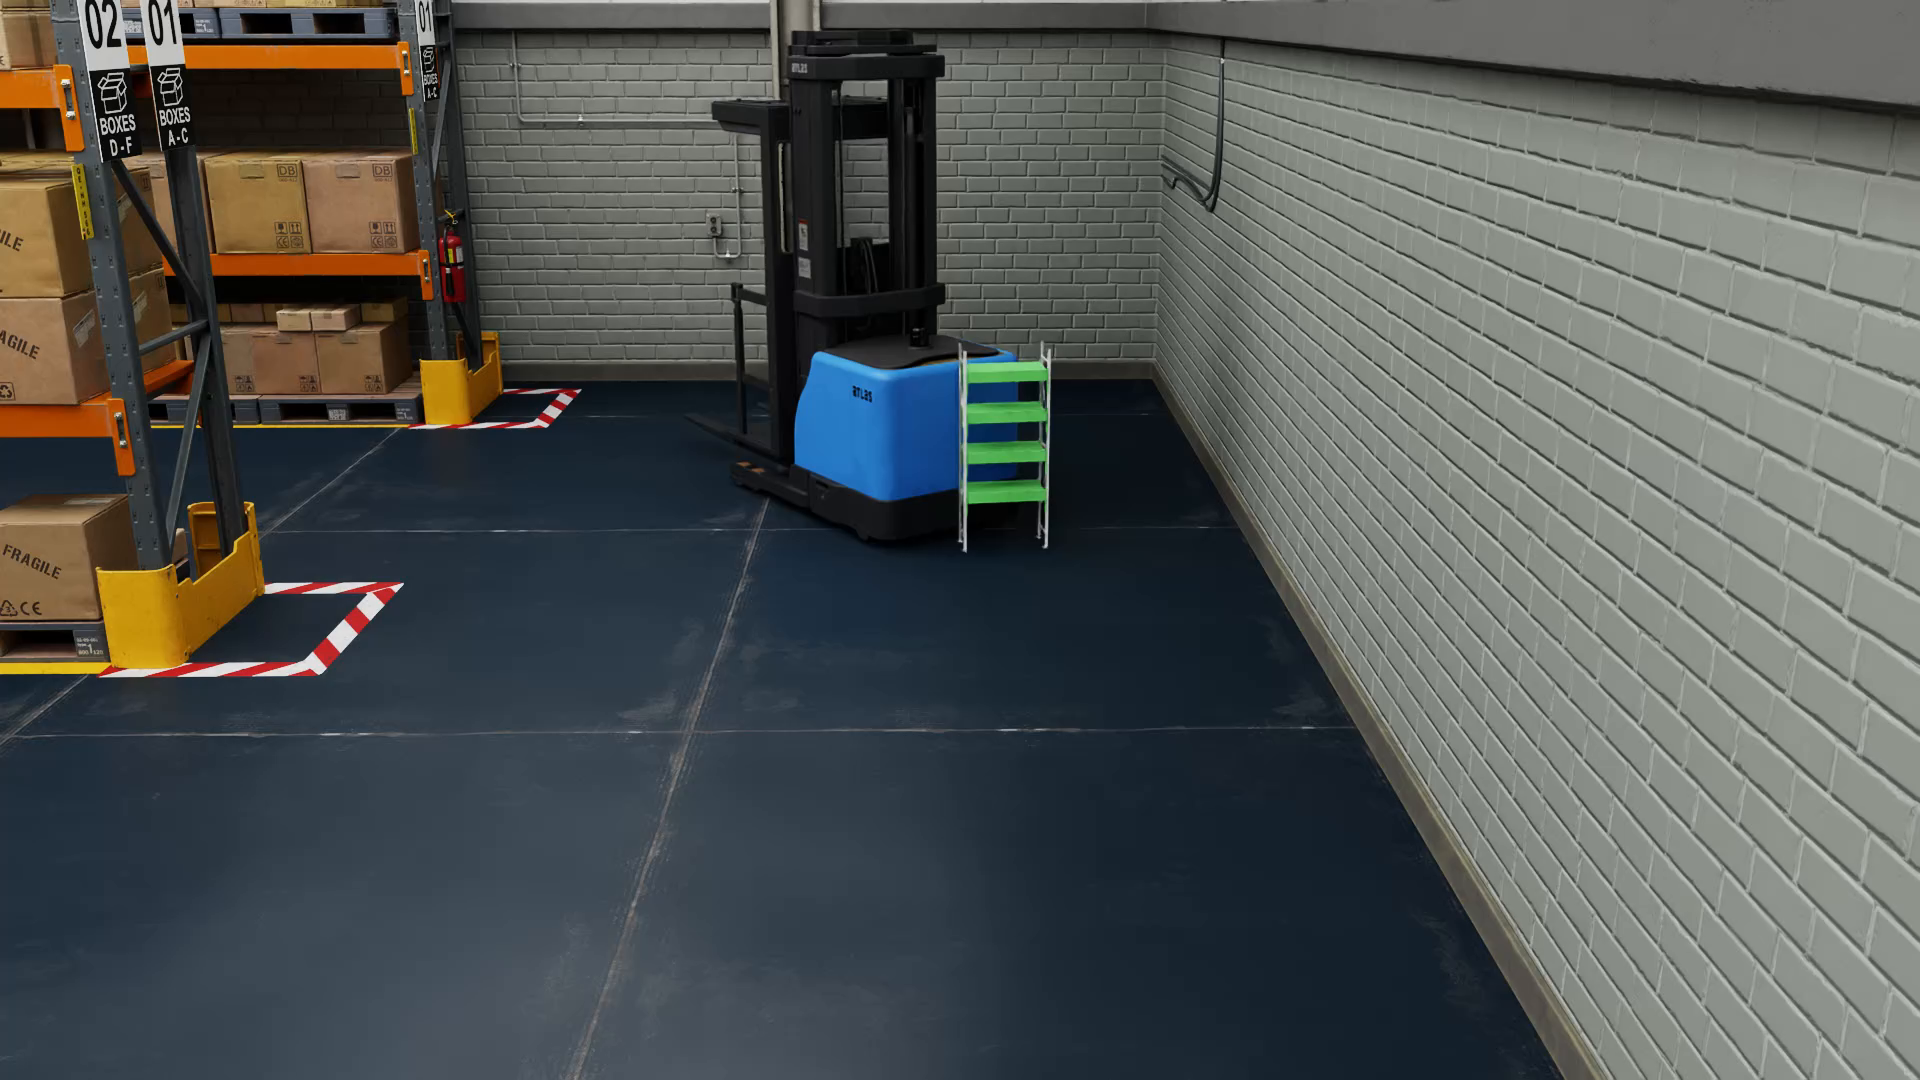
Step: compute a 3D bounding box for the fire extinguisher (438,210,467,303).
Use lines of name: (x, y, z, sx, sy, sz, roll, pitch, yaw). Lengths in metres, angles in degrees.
fire extinguisher: (-3.836, -2.139, 12.540, 0.183, 0.674, 0.296, 0, 18, -1)

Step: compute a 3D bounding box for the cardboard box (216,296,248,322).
cardboard box: (-5.838, -1.833, 13.193, 0.250, 0.149, 0.380, 0, 18, 0)

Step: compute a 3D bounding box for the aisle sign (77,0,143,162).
aisle sign: (-3.839, -2.125, 7.505, 0.004, 0.787, 0.394, 0, 18, -1)

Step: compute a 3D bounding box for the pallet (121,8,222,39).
pallet: (-5.959, -3.866, 12.422, 1.213, 0.211, 1.003, 0, 18, -1)

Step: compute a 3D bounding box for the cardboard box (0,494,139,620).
cardboard box: (-4.452, 0.078, 8.264, 0.500, 0.500, 0.500, 0, 18, -1)

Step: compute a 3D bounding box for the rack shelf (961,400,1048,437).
rack shelf: (0.256, -0.715, 9.734, 0.480, 0.148, 0.258, -3, 18, -8)

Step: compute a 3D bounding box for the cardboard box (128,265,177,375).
cardboard box: (-4.360, -1.106, 8.422, 0.500, 0.500, 0.500, 0, 18, 0)

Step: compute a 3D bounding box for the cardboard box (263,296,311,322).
cardboard box: (-5.328, -1.836, 13.202, 0.250, 0.149, 0.380, 0, 18, 0)

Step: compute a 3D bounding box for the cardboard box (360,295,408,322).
cardboard box: (-4.571, -1.839, 13.214, 0.250, 0.149, 0.380, 0, 18, 0)

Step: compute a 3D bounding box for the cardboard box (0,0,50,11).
cardboard box: (-4.422, -2.495, 7.430, 0.500, 0.250, 0.500, 0, 18, -1)

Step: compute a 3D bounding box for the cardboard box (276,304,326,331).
cardboard box: (-5.074, -1.720, 12.842, 0.250, 0.149, 0.380, 0, 18, 1)

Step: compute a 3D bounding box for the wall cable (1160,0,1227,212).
wall cable: (1.667, -3.789, 12.211, 0.112, 2.526, 3.097, 0, 18, -1)

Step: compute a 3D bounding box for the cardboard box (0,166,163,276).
cardboard box: (-4.360, -1.582, 8.269, 0.500, 0.500, 0.500, 0, 18, 1)

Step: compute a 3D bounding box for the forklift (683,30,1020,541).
forklift: (-0.887, -1.782, 10.805, 1.130, 2.935, 3.031, -12, 21, -33)

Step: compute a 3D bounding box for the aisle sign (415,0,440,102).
aisle sign: (-3.918, -3.640, 12.227, 0.004, 0.787, 0.394, 0, 18, -1)

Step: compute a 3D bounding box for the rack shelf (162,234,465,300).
rack shelf: (-5.994, -2.141, 12.989, 4.000, 0.370, 1.077, 0, 18, -1)

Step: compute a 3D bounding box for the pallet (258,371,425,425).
pallet: (-4.793, -1.138, 13.248, 1.213, 0.211, 1.003, 0, 18, -1)

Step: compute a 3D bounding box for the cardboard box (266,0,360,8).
cardboard box: (-4.722, -4.013, 12.130, 0.500, 0.250, 0.500, 0, 18, 1)

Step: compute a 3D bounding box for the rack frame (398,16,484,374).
rack frame: (-3.994, -2.493, 12.909, 0.127, 3.000, 1.000, 0, 18, -1)

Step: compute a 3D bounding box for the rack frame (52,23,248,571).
rack frame: (-3.912, -0.980, 8.192, 0.127, 3.000, 1.000, 0, 18, -1)

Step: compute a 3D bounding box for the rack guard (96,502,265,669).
rack guard: (-3.988, 0.210, 8.573, 0.348, 0.500, 1.175, 0, 18, -1)

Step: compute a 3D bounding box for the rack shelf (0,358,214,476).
rack shelf: (-5.912, -0.628, 8.272, 4.000, 0.370, 1.077, 0, 18, -1)

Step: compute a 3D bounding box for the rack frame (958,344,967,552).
rack frame: (0.015, -0.536, 9.754, 0.015, 1.200, 0.240, -3, 18, -8)

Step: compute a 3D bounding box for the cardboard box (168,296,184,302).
cardboard box: (-6.350, -1.830, 13.185, 0.250, 0.149, 0.380, 0, 18, 0)

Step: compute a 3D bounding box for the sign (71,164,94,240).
sign: (-3.924, -1.512, 7.439, 0.005, 0.325, 0.100, 0, 18, -1)

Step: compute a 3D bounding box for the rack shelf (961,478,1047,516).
rack shelf: (0.256, -0.257, 9.881, 0.480, 0.148, 0.258, -3, 18, -8)

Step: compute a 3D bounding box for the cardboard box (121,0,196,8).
cardboard box: (-5.763, -4.006, 12.109, 0.500, 0.250, 0.500, -1, 18, -3)

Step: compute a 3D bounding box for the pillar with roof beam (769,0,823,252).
pillar with roof beam: (-1.240, -4.312, 8.758, 0.400, 9.000, 9.100, 0, 18, -1)

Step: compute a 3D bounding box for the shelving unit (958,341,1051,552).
shelving unit: (0.256, -0.547, 9.788, 0.503, 1.200, 0.258, -3, 18, -8)

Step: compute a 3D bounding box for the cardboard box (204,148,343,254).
cardboard box: (-5.231, -2.624, 12.824, 0.700, 0.700, 0.980, 0, 18, -1)

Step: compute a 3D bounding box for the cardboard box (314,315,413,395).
cardboard box: (-4.693, -1.469, 13.121, 0.500, 0.500, 0.700, 0, 18, -1)

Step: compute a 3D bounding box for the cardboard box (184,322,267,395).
cardboard box: (-5.696, -1.464, 13.105, 0.500, 0.500, 0.700, -1, 18, -3)

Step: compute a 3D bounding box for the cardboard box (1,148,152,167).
cardboard box: (-6.721, -2.616, 12.801, 0.700, 0.700, 0.980, -1, 18, -2)

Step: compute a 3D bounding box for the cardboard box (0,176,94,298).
cardboard box: (-4.353, -1.418, 7.756, 0.500, 0.500, 0.500, 0, 18, -1)
